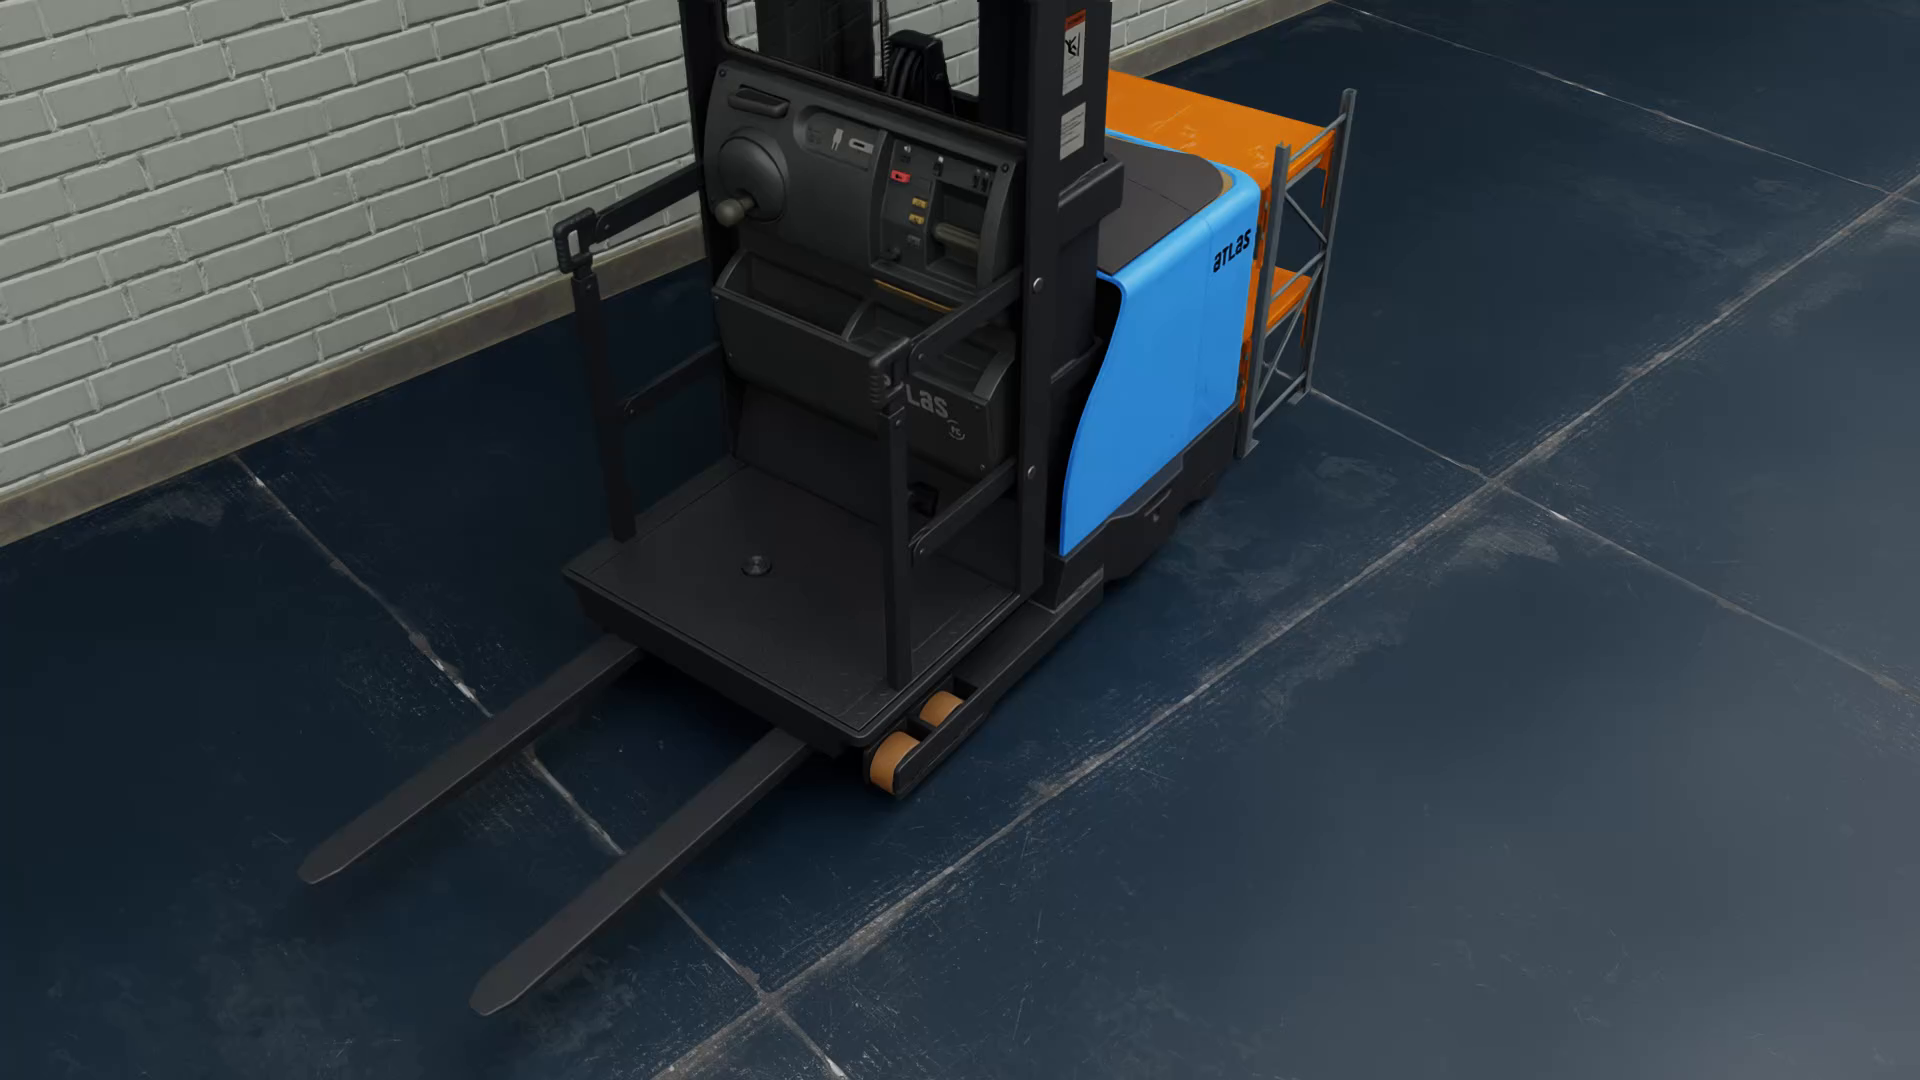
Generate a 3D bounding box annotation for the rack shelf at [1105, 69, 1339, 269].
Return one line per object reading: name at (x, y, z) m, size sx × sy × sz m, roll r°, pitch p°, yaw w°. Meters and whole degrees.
rack shelf at (0.670, -1.258, 5.446) m, size 1.000 × 0.278 × 0.538 m, roll 24°, pitch 45°, yaw 27°

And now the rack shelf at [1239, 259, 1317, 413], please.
rack shelf at (0.670, -0.840, 5.784) m, size 1.000 × 0.278 × 0.538 m, roll 24°, pitch 45°, yaw 27°

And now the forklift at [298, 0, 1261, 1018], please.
forklift at (-0.389, -0.815, 3.927) m, size 1.130 × 2.935 × 3.031 m, roll 25°, pitch 45°, yaw 28°

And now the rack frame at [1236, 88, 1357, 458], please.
rack frame at (1.086, -0.846, 5.403) m, size 0.032 × 1.125 × 0.500 m, roll 24°, pitch 45°, yaw 27°

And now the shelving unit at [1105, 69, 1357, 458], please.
shelving unit at (0.670, -1.030, 5.630) m, size 1.048 × 1.125 × 0.538 m, roll 24°, pitch 45°, yaw 27°
